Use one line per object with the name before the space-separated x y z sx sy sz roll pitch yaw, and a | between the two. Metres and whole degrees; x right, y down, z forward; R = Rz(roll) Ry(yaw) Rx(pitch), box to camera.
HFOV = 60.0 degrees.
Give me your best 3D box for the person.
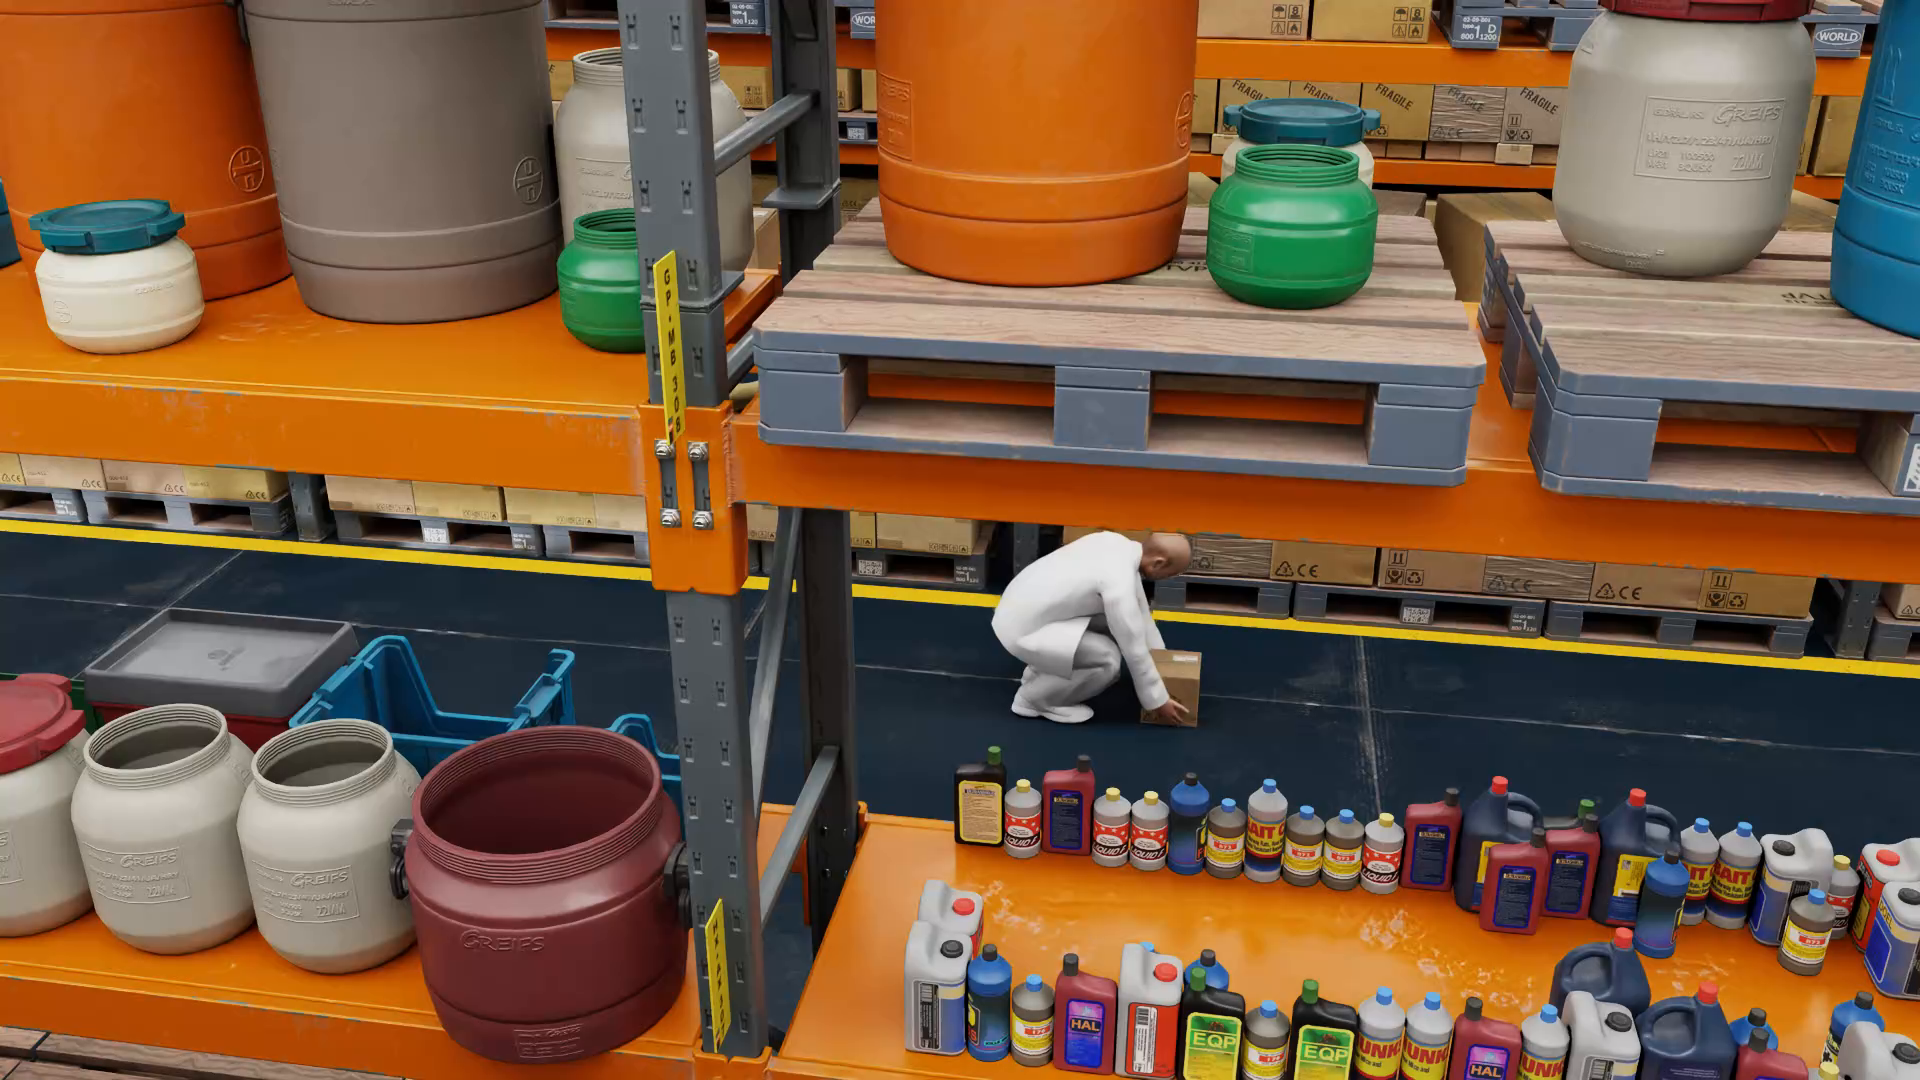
person | 0.596 0.362 7.443 0.905 0.887 0.594 4 25 9
